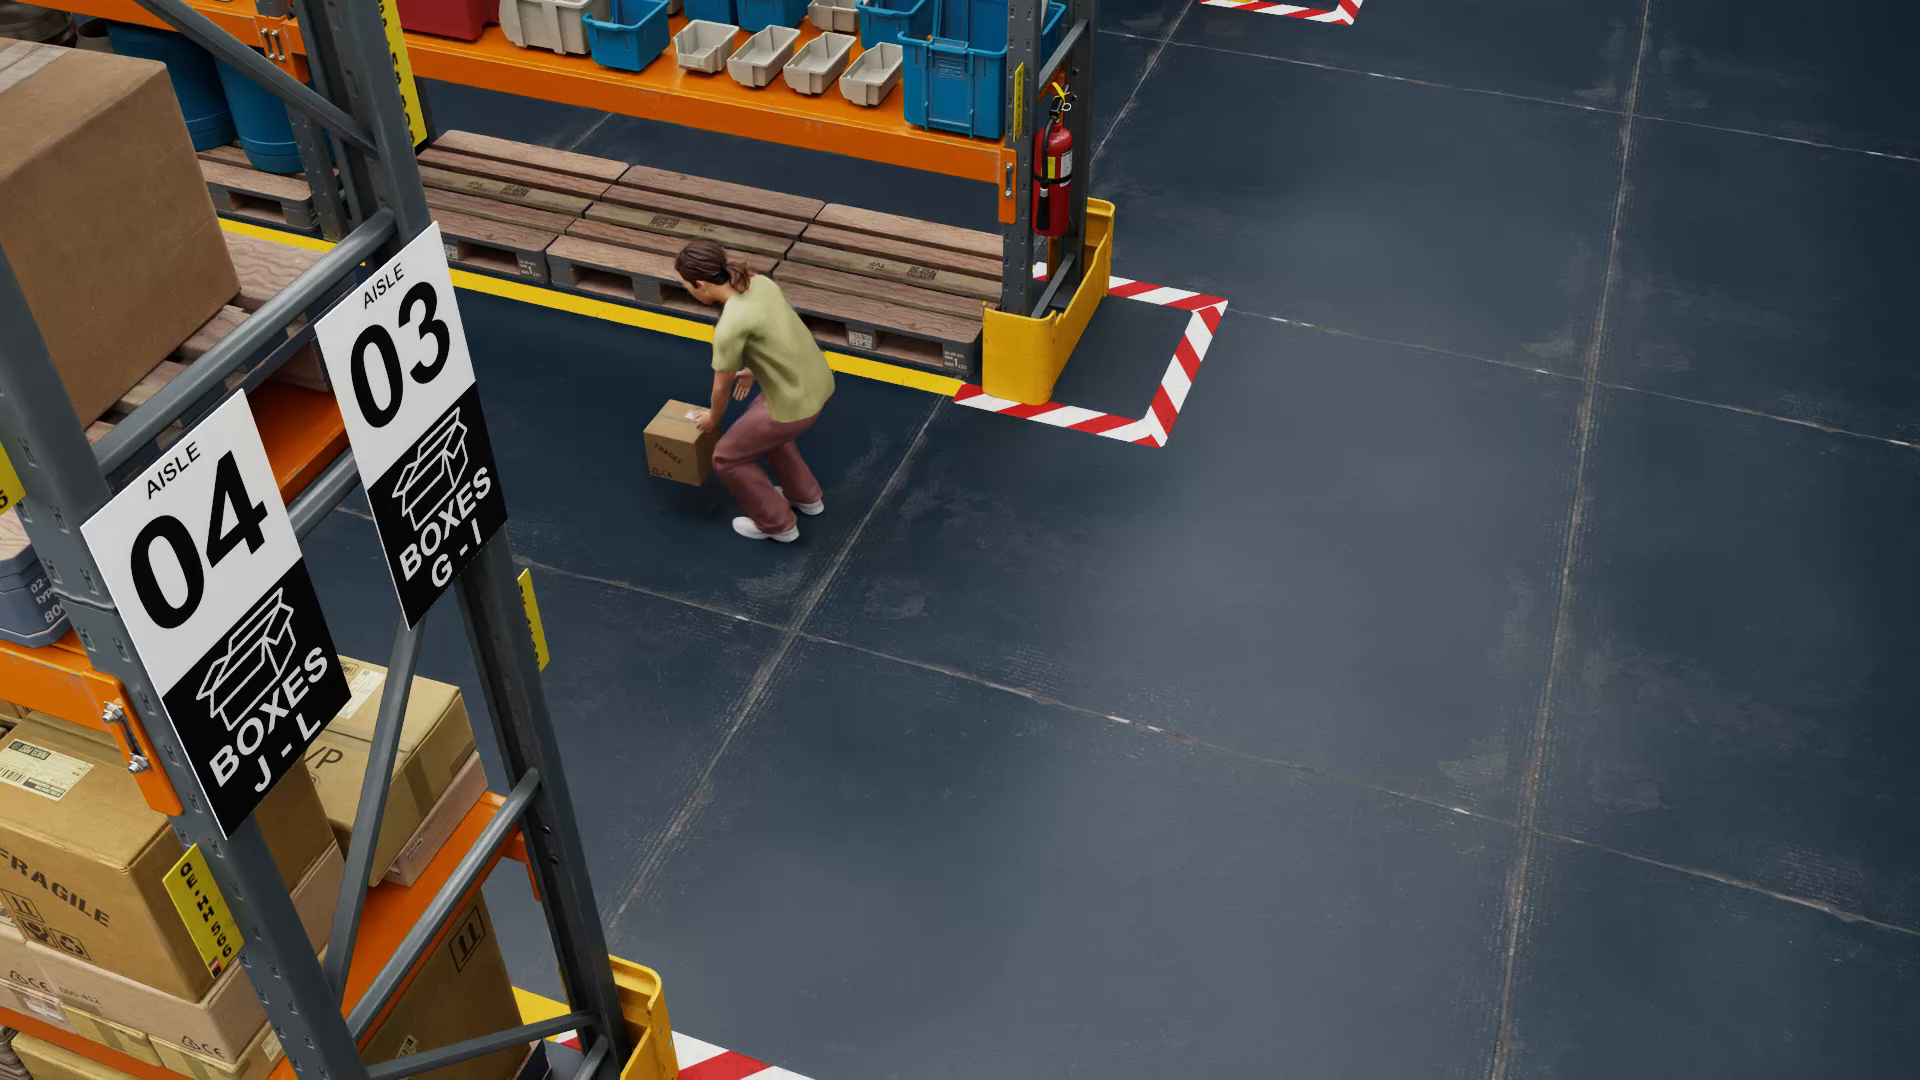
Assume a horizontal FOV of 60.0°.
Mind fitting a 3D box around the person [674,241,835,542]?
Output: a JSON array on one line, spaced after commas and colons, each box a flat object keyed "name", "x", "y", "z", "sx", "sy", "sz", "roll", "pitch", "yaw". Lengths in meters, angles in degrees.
[{"name": "person", "x": -0.852, "y": -0.607, "z": 7.041, "sx": 0.615, "sy": 1.418, "sz": 0.508, "roll": 14, "pitch": 44, "yaw": 15}]
